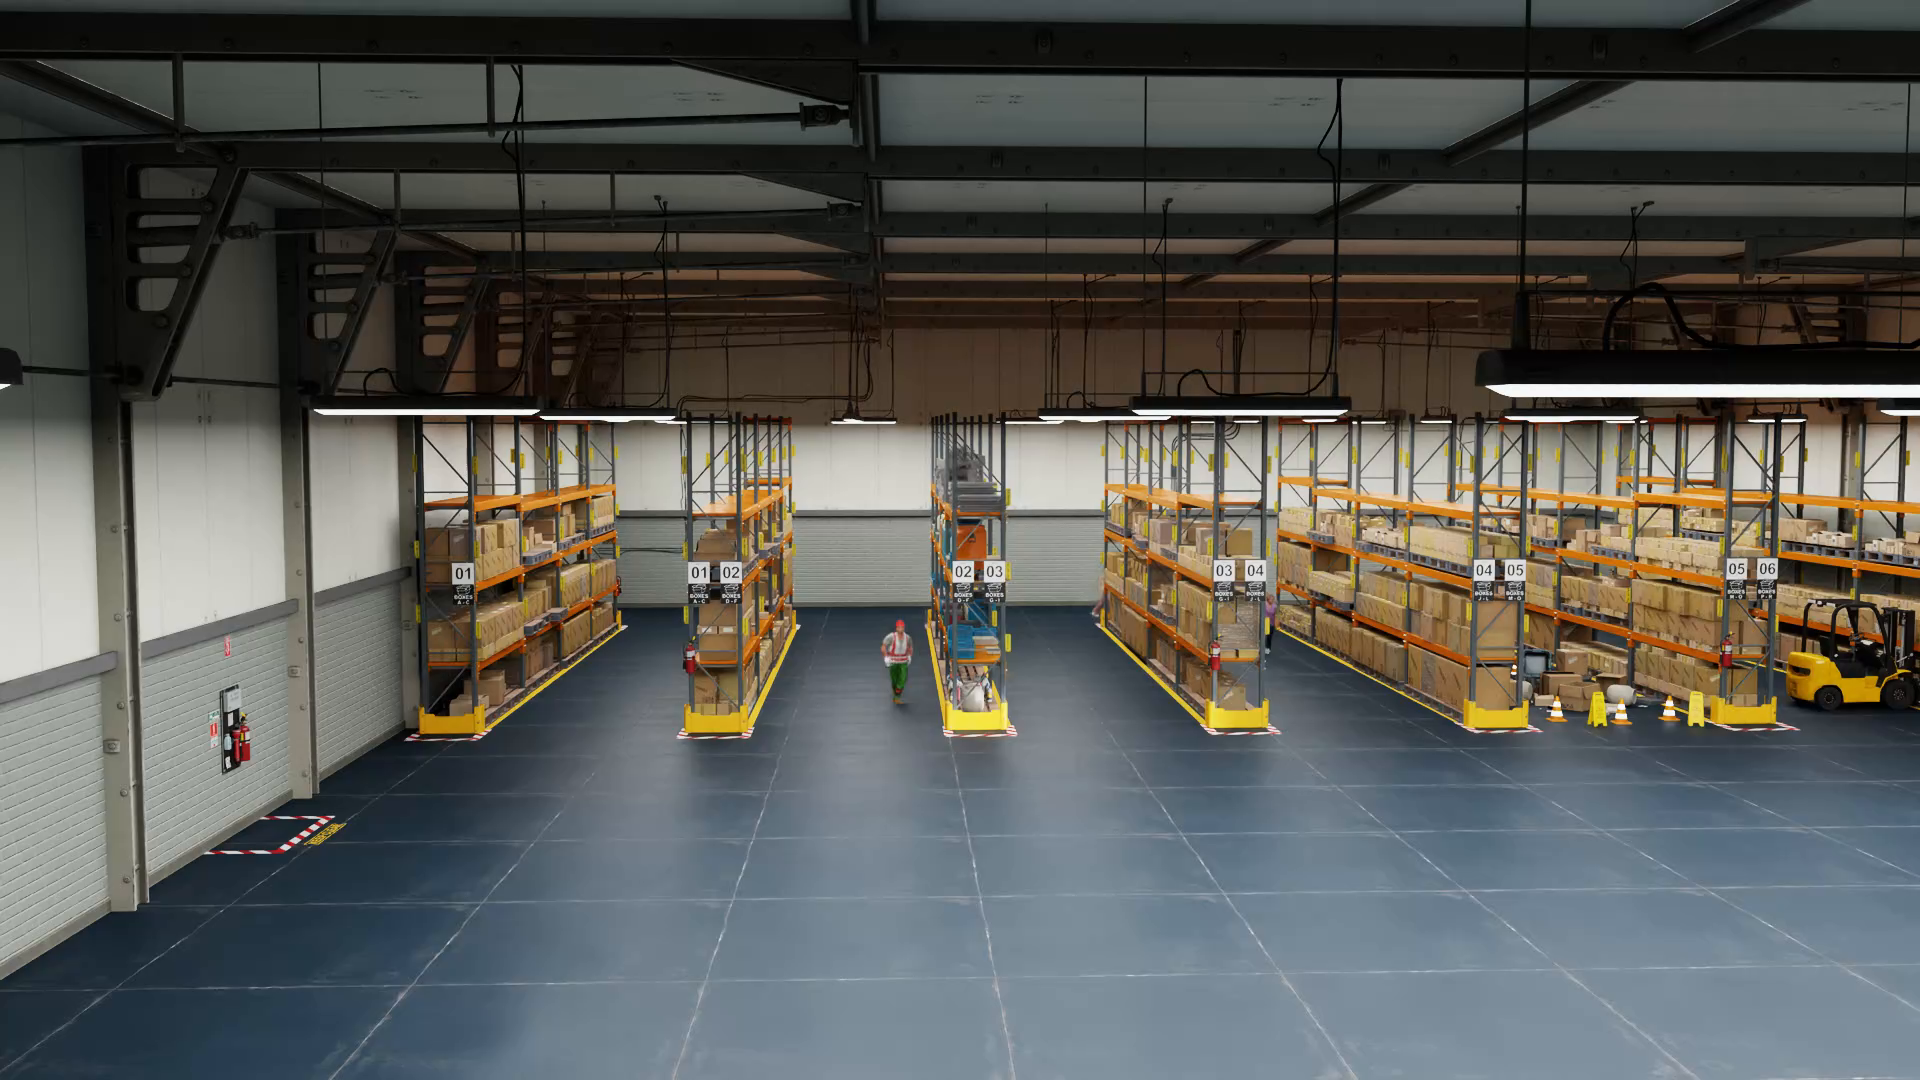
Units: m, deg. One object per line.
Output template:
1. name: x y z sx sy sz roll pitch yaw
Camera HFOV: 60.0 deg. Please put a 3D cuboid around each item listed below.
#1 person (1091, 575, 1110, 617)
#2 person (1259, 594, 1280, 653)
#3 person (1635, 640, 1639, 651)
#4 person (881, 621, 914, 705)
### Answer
1. person: 4.359 1.551 49.369 0.978 1.582 0.578 3 5 38
2. person: 7.752 2.107 41.649 0.527 1.529 0.728 1 4 10
3. person: 17.338 2.019 42.224 0.573 1.683 0.850 -1 4 -15
4. person: -1.296 2.518 34.415 0.697 1.747 0.628 -1 4 -14
